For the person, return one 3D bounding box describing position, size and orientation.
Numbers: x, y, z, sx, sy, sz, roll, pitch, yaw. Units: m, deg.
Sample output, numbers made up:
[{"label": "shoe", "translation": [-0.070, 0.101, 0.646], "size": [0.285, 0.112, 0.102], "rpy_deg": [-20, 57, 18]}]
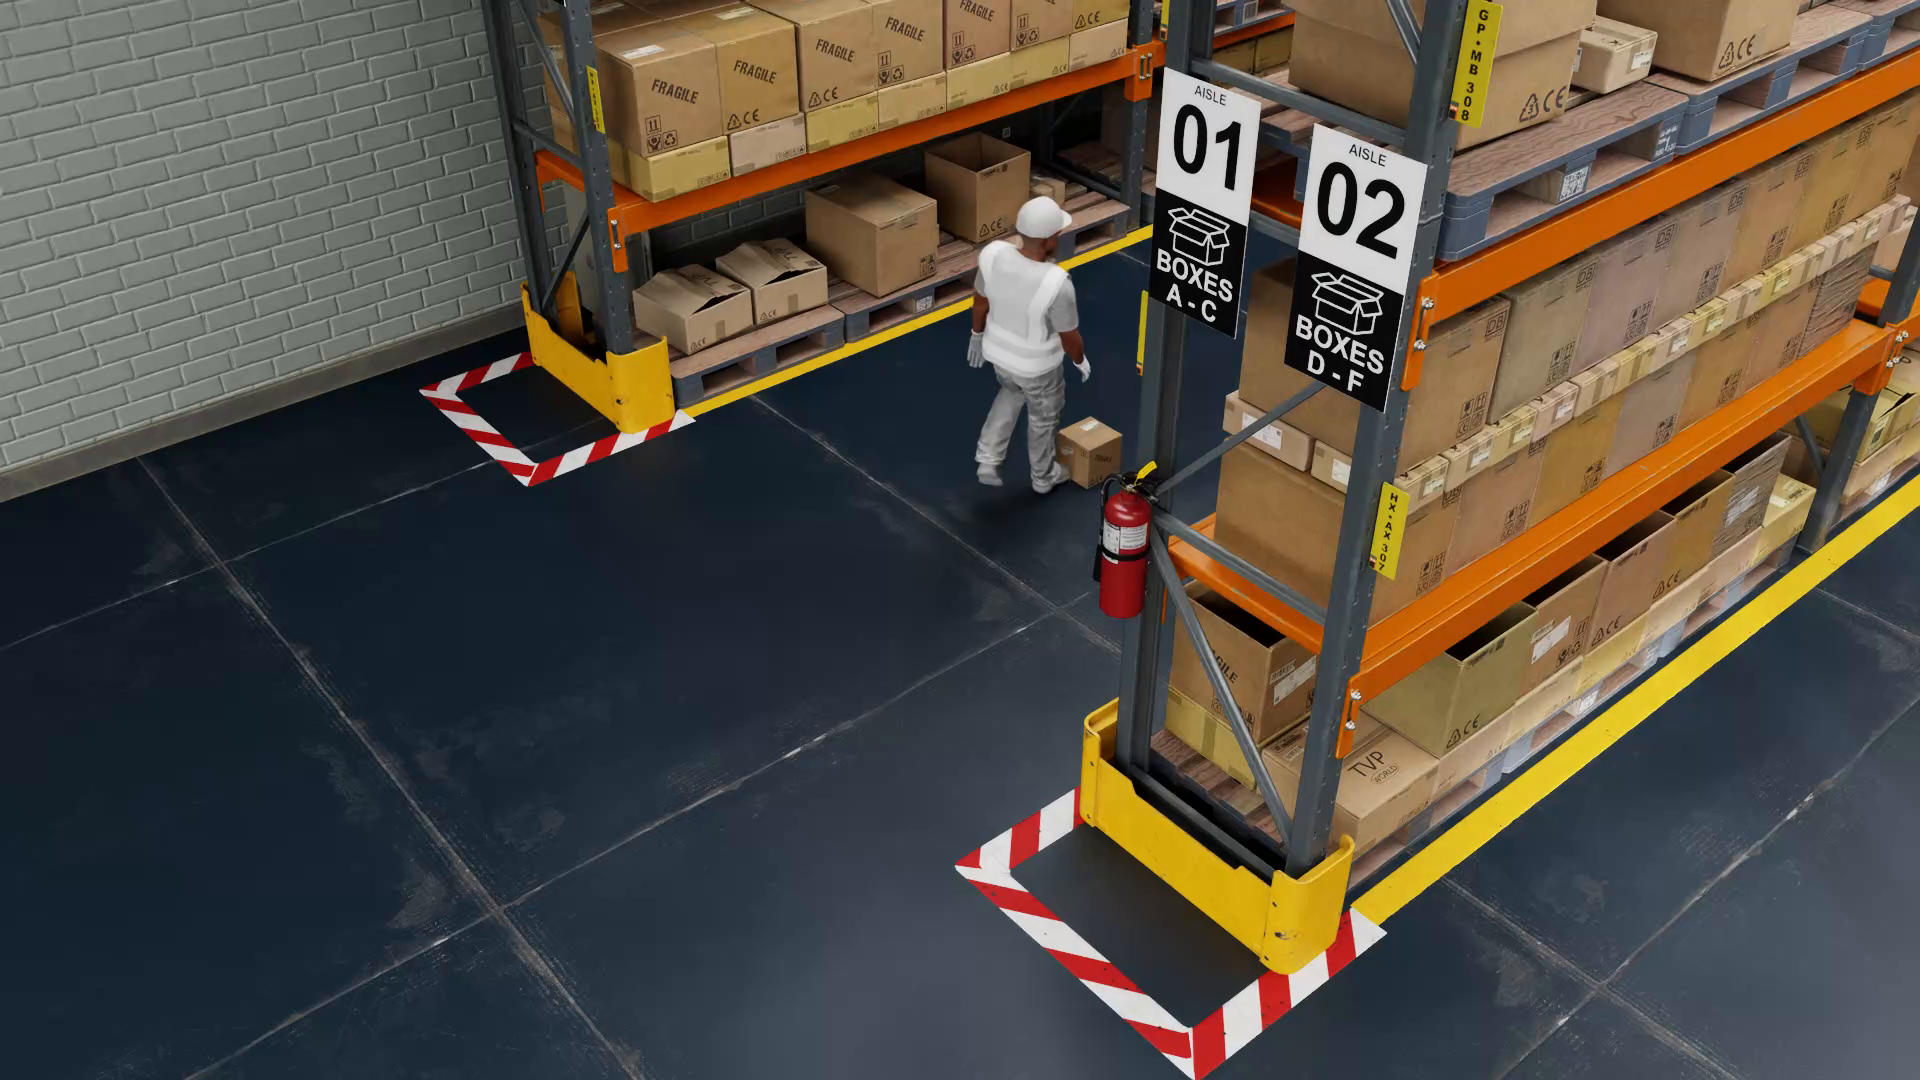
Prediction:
[{"label": "person", "translation": [0.398, -0.965, 8.391], "size": [0.639, 1.773, 0.655], "rpy_deg": [26, 43, 32]}]
